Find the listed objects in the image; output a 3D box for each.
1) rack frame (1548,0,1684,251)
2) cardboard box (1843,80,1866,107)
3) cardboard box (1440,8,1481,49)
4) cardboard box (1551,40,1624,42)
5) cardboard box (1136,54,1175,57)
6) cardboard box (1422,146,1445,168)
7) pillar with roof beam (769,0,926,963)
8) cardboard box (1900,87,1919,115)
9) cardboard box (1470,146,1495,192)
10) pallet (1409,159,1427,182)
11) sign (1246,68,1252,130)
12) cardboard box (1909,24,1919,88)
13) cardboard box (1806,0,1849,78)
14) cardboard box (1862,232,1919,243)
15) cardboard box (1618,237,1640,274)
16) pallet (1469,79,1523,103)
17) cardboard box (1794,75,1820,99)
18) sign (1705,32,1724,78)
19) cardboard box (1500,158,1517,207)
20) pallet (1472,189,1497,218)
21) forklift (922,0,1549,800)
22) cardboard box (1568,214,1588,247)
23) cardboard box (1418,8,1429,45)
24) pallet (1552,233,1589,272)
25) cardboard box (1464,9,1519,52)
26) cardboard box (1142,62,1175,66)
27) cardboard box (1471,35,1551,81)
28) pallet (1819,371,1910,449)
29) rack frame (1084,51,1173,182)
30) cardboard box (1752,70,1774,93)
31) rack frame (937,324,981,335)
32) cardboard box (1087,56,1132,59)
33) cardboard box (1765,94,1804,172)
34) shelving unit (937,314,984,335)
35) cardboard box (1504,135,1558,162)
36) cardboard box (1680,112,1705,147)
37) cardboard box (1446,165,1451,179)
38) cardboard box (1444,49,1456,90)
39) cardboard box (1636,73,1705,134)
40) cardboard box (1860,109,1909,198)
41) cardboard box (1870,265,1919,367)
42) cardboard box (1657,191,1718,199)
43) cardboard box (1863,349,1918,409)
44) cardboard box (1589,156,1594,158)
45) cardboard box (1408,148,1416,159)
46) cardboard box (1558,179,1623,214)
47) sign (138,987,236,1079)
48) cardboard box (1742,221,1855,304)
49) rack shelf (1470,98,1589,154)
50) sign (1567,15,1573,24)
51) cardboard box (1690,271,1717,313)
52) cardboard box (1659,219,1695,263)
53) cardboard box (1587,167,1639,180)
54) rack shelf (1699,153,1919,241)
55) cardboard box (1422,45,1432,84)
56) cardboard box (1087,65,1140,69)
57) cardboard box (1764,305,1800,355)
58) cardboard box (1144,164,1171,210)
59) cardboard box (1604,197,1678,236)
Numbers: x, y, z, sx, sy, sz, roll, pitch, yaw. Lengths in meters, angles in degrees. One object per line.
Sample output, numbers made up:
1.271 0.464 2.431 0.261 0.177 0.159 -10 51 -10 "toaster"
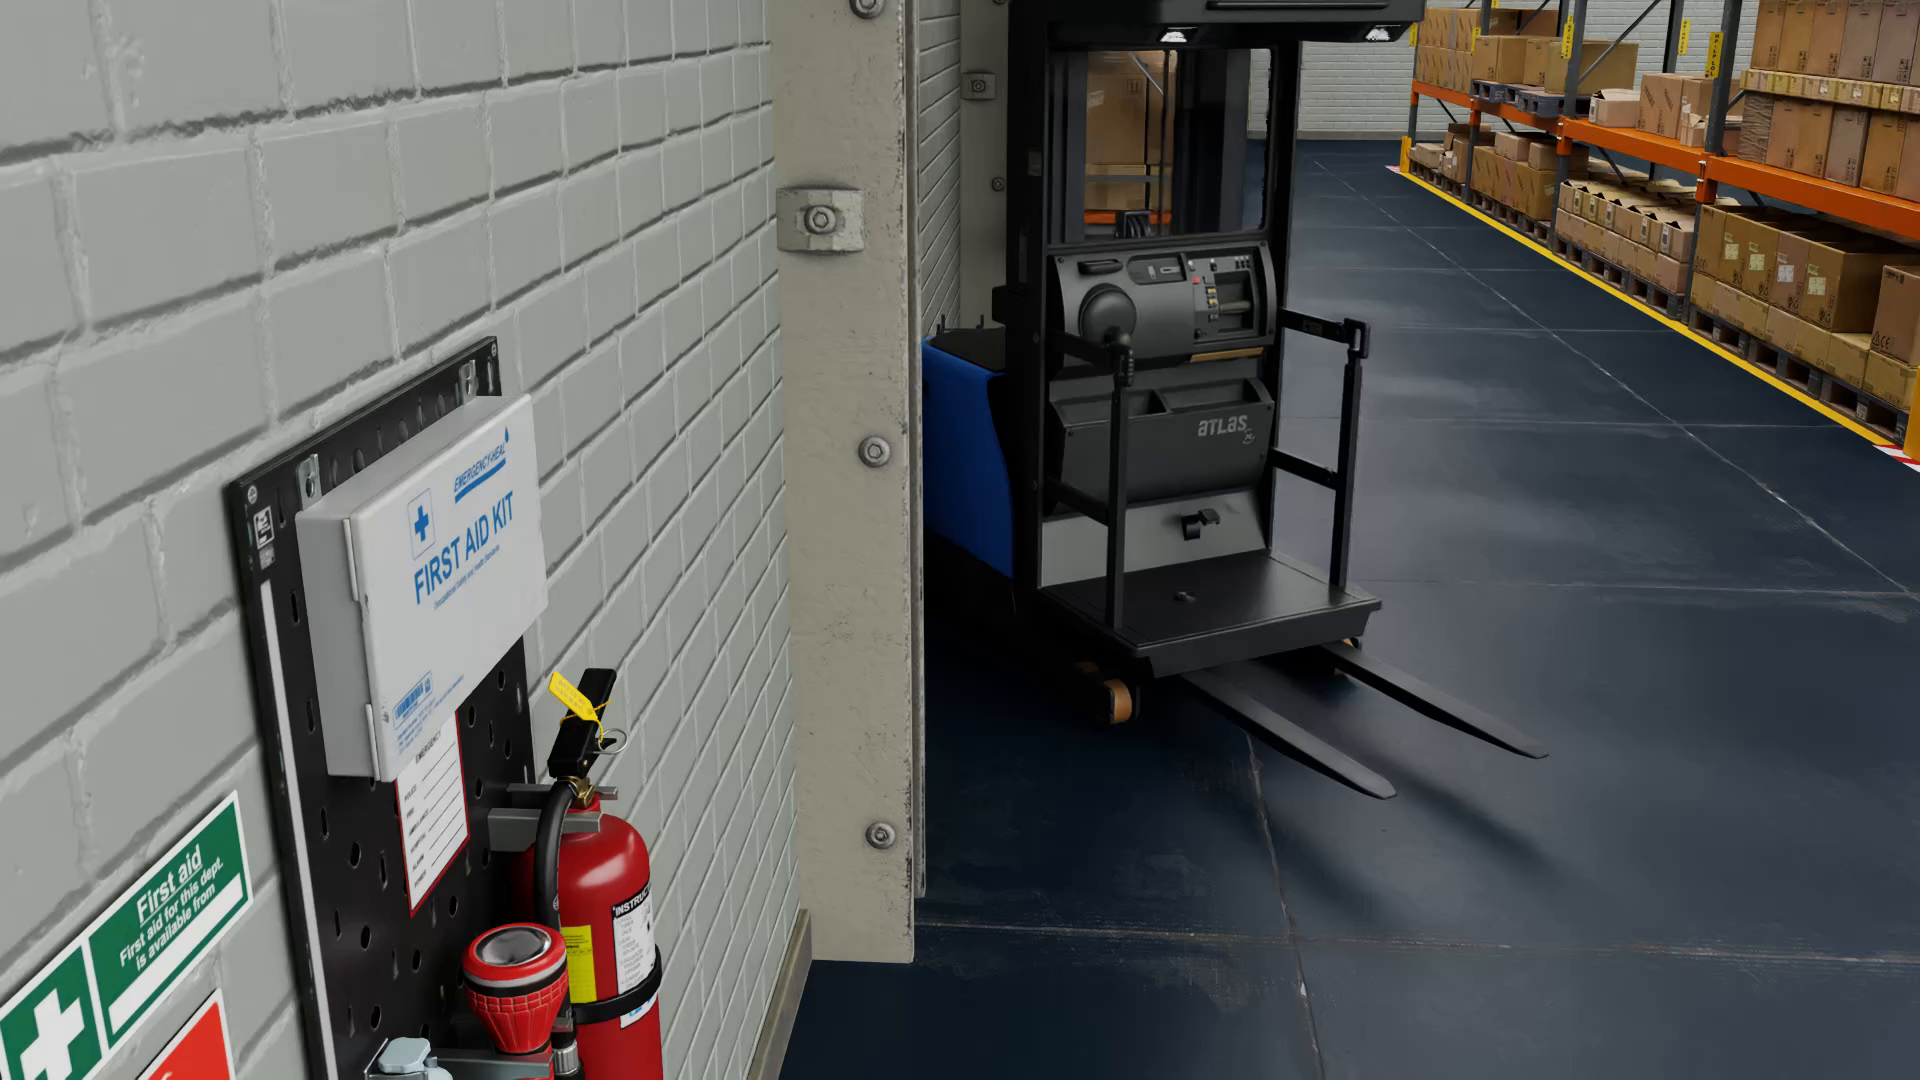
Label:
6.489 -4.358 16.405 1.000 3.000 0.127 1 18 4 "rack frame"
5.862 -2.834 10.551 0.380 0.149 0.250 1 18 3 "cardboard box"
6.662 -6.757 21.962 0.500 0.500 0.500 1 18 3 "cardboard box"
6.678 -5.083 17.782 0.700 0.500 0.500 5 19 14 "cardboard box"
1.506 -3.210 11.908 0.500 0.500 0.500 1 18 4 "cardboard box"
6.669 -5.272 22.903 0.500 0.250 0.500 1 18 4 "cardboard box"
4.026 -3.110 2.964 9.100 9.000 0.400 1 18 4 "pillar with roof beam"
5.809 -2.591 9.809 0.380 0.149 0.250 2 18 5 "cardboard box"
6.498 -4.476 20.075 0.500 0.500 0.500 0 18 1 "cardboard box"
7.001 -5.246 23.594 1.003 0.211 1.213 1 18 4 "pallet"
1.516 -2.382 8.984 0.100 0.325 0.005 1 18 4 "sign"
5.998 -2.862 9.595 0.700 0.500 0.500 1 18 2 "cardboard box"
6.106 -3.329 11.021 0.700 0.500 0.500 1 18 4 "cardboard box"
6.286 -1.750 10.983 0.500 0.500 0.500 1 18 4 "cardboard box"
6.018 -2.459 14.353 0.500 0.250 0.500 2 18 5 "cardboard box"
6.610 -5.263 19.476 1.003 0.211 1.213 1 18 4 "pallet"
5.918 -3.075 11.287 0.380 0.149 0.250 1 18 2 "cardboard box"
5.661 -3.637 12.473 0.100 0.325 0.005 1 18 4 "sign"
6.391 -3.998 18.616 0.500 0.500 0.500 1 18 2 "cardboard box"
6.756 -4.021 19.857 1.003 0.211 1.213 1 18 4 "pallet"
0.860 -0.889 5.930 1.130 2.935 3.031 -9 20 -25 "forklift"
6.124 -2.938 15.815 0.500 0.250 0.500 1 18 2 "cardboard box"
6.768 -7.233 23.414 0.500 0.500 0.500 2 18 6 "cardboard box"
6.392 -2.778 16.061 1.003 0.211 1.213 1 18 4 "pallet"
6.554 -6.285 20.522 0.500 0.500 0.500 1 18 4 "cardboard box"
1.397 -2.732 10.448 0.500 0.500 0.500 1 18 2 "cardboard box"
6.519 -5.705 19.681 0.700 0.500 0.500 -5 19 -15 "cardboard box"
5.929 -0.786 9.984 1.003 0.211 1.213 1 18 4 "pallet"
0.975 -1.982 9.156 1.000 3.000 0.127 1 18 4 "rack frame"
5.972 -3.314 12.017 0.380 0.149 0.250 2 18 5 "cardboard box"
-0.005 -0.478 7.695 0.200 1.050 0.008 1 18 4 "rack frame"
0.937 -3.063 11.457 0.500 0.500 0.500 2 18 5 "cardboard box"
6.146 -2.861 11.676 0.700 0.500 0.500 1 18 3 "cardboard box"
0.004 -0.516 7.810 0.215 1.050 0.252 1 18 4 "shelving unit"
6.391 -4.366 18.535 0.500 0.250 0.500 1 18 3 "cardboard box"
6.083 -3.329 13.480 0.396 0.266 0.258 1 18 3 "cardboard box"
6.501 -4.755 21.490 0.380 0.149 0.250 1 18 4 "cardboard box"
6.626 -6.128 21.648 0.500 0.500 0.500 2 18 5 "cardboard box"
6.385 -3.884 14.798 0.500 0.500 0.500 0 18 1 "cardboard box"
6.036 -2.383 10.216 0.700 0.500 0.500 1 18 4 "cardboard box"
5.658 -1.296 9.597 0.500 0.500 0.500 1 18 4 "cardboard box"
6.628 -3.031 15.196 0.500 0.311 0.500 1 18 4 "cardboard box"
5.660 -0.939 9.713 0.500 0.250 0.500 1 18 4 "cardboard box"
6.947 -4.152 19.086 0.500 0.500 0.500 2 18 5 "cardboard box"
6.690 -5.574 23.989 0.380 0.149 0.250 1 18 4 "cardboard box"
6.159 -3.361 16.204 0.500 0.311 0.500 2 18 6 "cardboard box"
-0.626 0.563 1.329 0.001 0.329 0.234 1 18 4 "sign"
5.786 -1.917 11.493 0.500 0.500 0.500 1 18 4 "cardboard box"
6.633 -4.637 18.412 1.077 0.370 4.000 1 18 4 "rack shelf"
7.330 -6.139 19.981 0.100 0.325 0.005 1 18 4 "sign"
5.867 -1.871 12.557 0.500 0.250 0.500 1 18 4 "cardboard box"
5.946 -2.407 13.292 0.500 0.311 0.500 1 18 4 "cardboard box"
6.839 -3.677 17.634 0.500 0.500 0.500 1 18 2 "cardboard box"
6.059 -2.152 10.830 1.077 0.370 4.000 1 18 4 "rack shelf"
6.736 -6.598 23.080 0.500 0.500 0.500 1 18 3 "cardboard box"
0.842 -2.584 9.997 0.500 0.500 0.500 2 18 5 "cardboard box"
5.755 -1.405 11.136 0.500 0.250 0.500 1 18 4 "cardboard box"
1.326 -2.065 9.617 0.500 0.250 0.500 1 18 2 "cardboard box"
6.055 -2.880 14.735 0.500 0.311 0.500 1 18 3 "cardboard box"
